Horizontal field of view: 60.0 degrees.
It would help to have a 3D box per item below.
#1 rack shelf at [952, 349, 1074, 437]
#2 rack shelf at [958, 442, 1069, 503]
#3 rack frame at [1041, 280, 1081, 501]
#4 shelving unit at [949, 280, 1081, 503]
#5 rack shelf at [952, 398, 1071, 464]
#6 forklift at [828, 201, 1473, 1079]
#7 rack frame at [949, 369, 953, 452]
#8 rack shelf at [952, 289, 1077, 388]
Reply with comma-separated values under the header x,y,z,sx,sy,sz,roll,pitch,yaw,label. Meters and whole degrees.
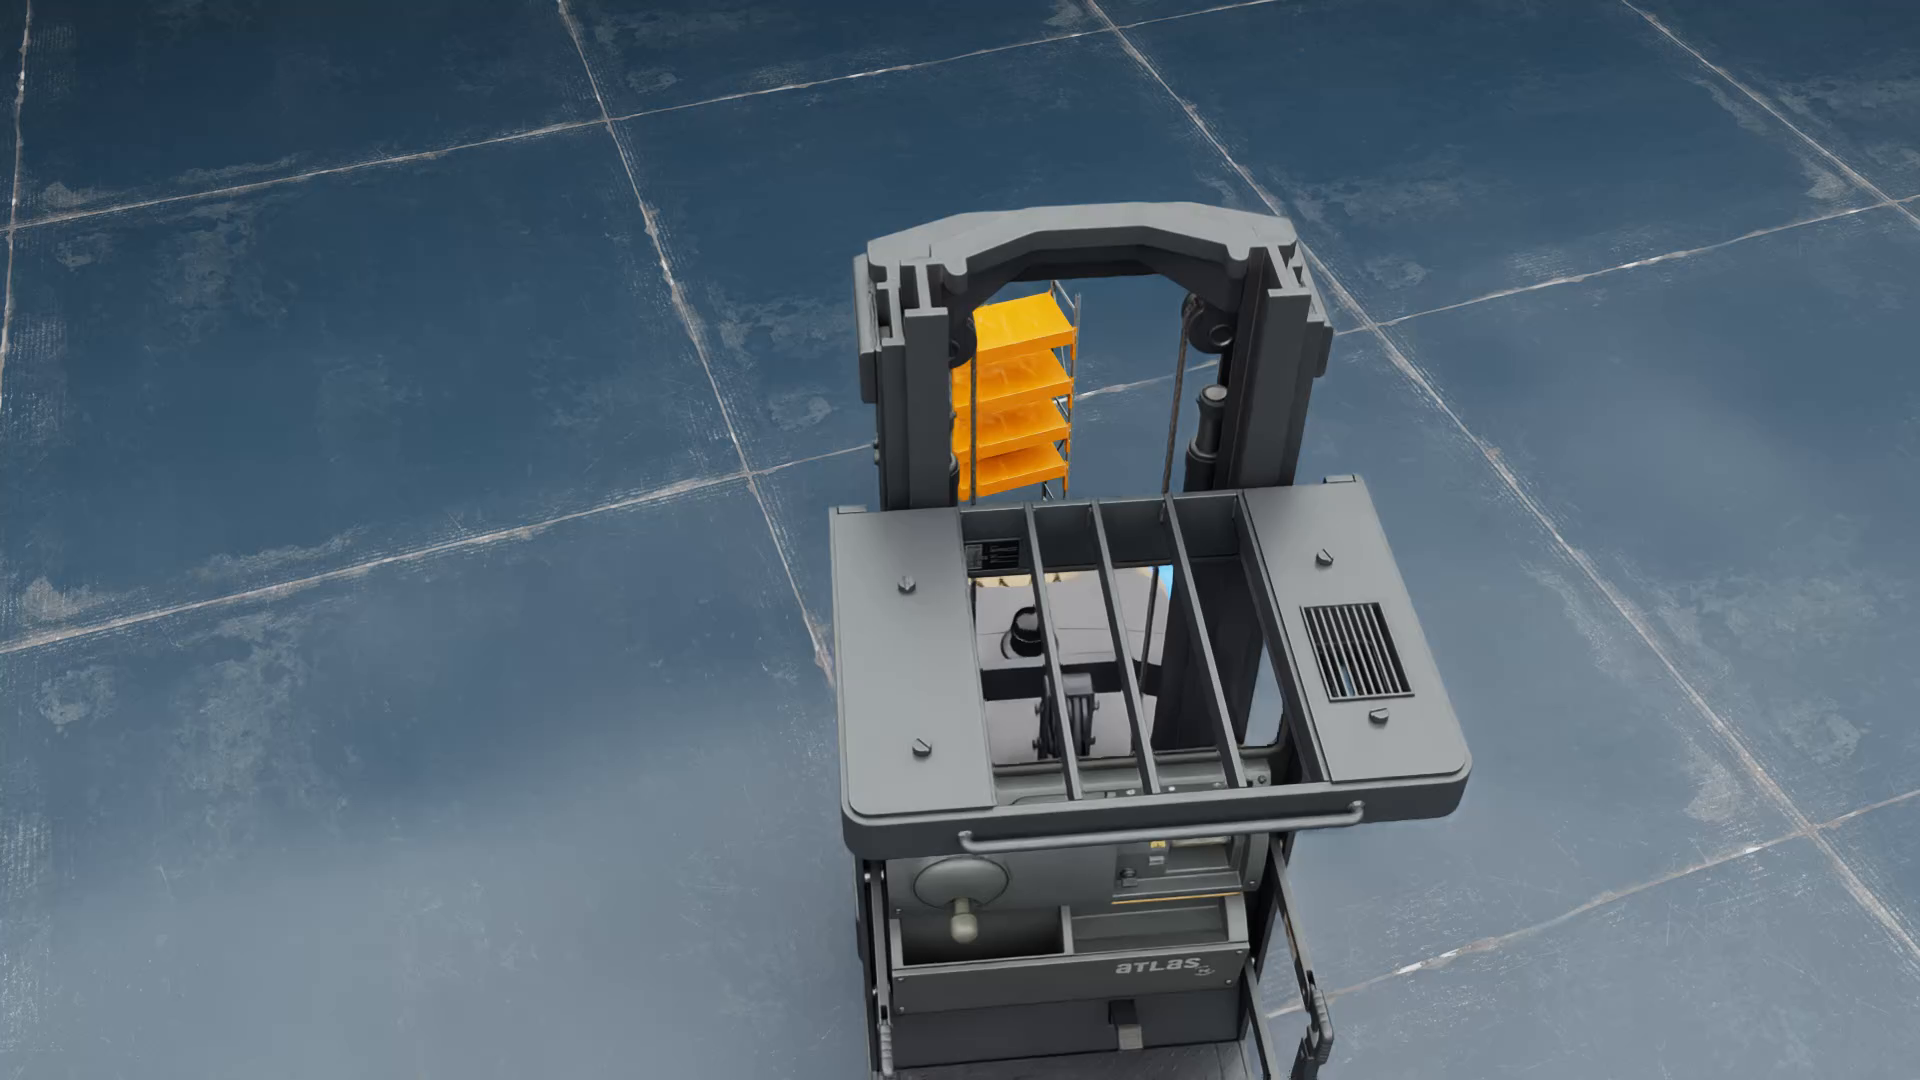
x,y,z,sx,sy,sz,roll,pitch,yaw,label
0.156,-0.574,6.254,0.480,0.148,0.258,-14,47,-14,rack shelf
0.156,-0.276,6.553,0.480,0.148,0.258,-14,47,-14,rack shelf
0.385,-0.522,6.423,0.015,1.200,0.240,-14,47,-14,rack frame
0.156,-0.463,6.365,0.503,1.200,0.258,-14,47,-14,shelving unit
0.156,-0.416,6.412,0.480,0.148,0.258,-14,47,-14,rack shelf
0.304,0.840,3.844,1.130,2.935,3.031,-4,45,-4,forklift
-0.074,-0.405,6.306,0.015,1.200,0.240,-14,47,-14,rack frame
0.156,-0.741,6.086,0.480,0.148,0.258,-14,47,-14,rack shelf
